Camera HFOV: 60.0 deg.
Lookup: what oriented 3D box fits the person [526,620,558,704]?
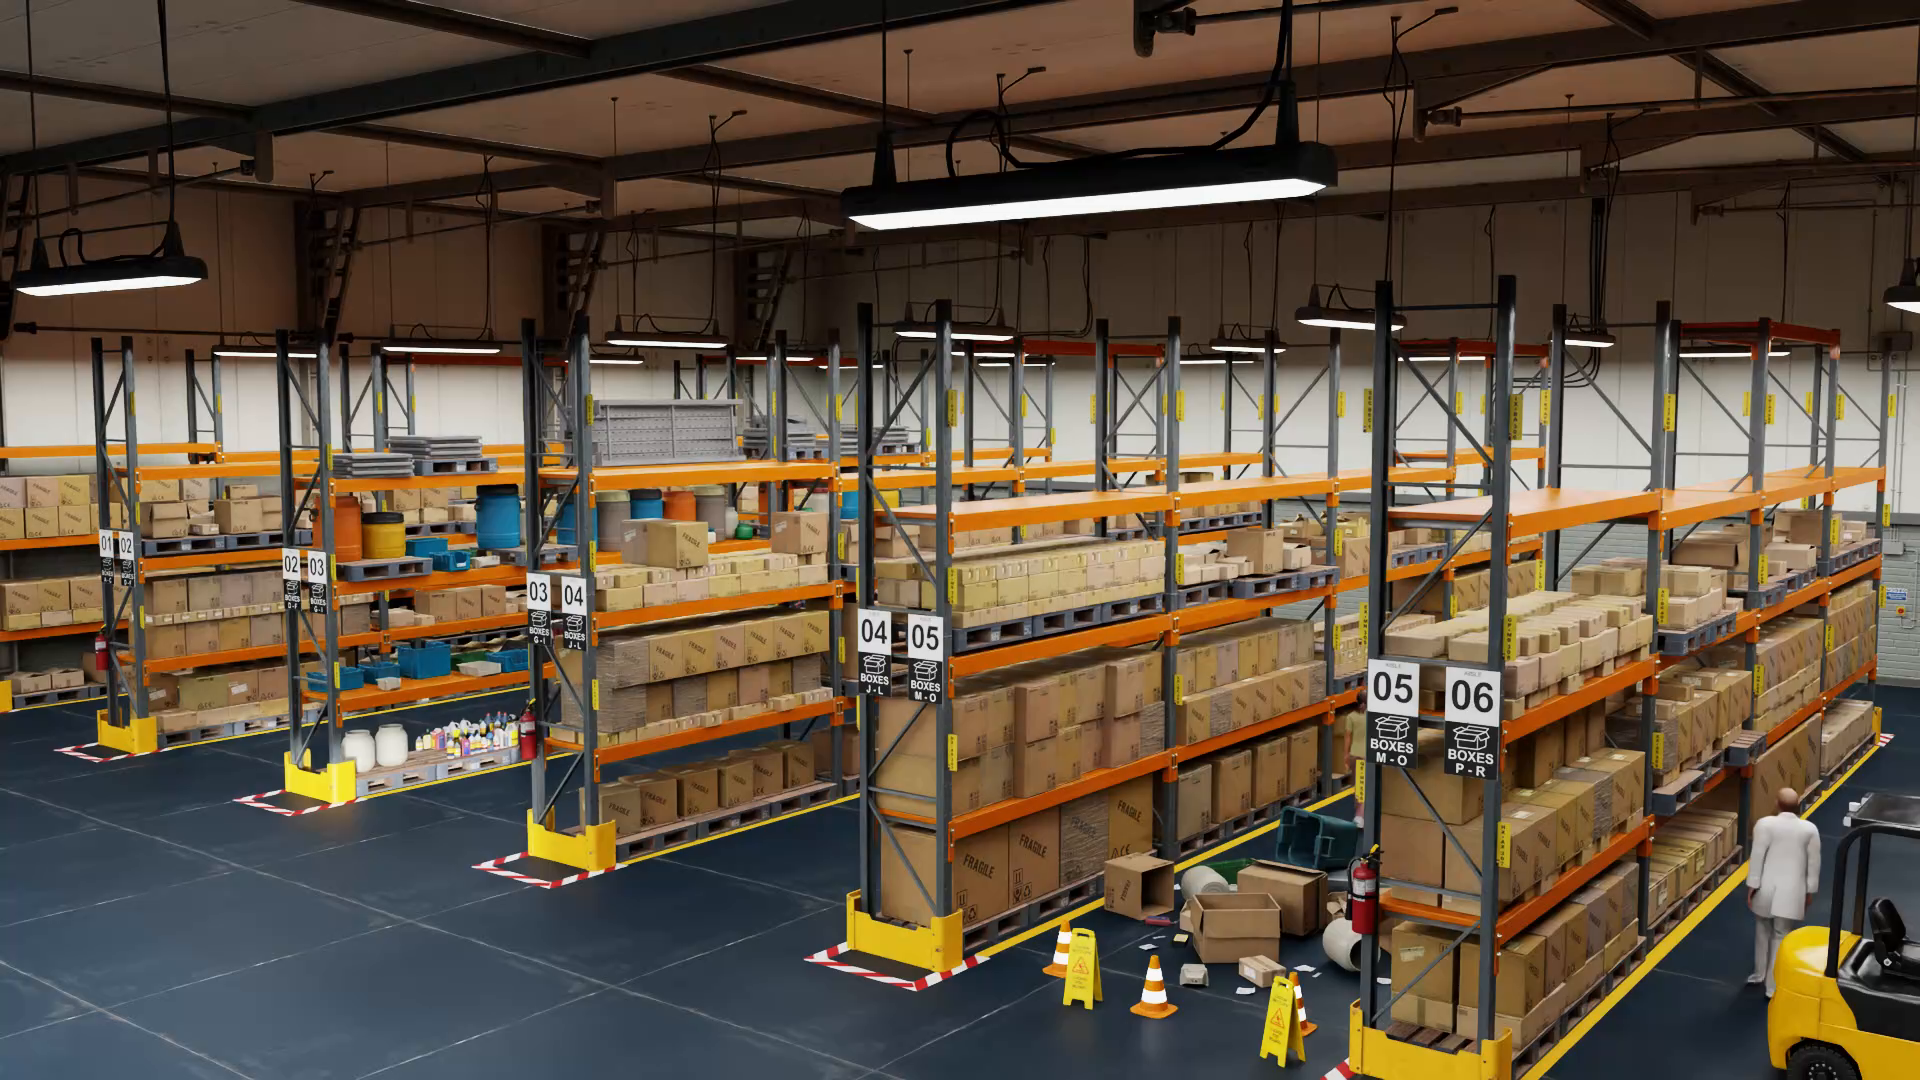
[{"bbox_3d":[-6.978,1.892,27.835,0.514,1.676,1.118,2,5,19],"label":"person"}]

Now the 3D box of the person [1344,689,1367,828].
[{"bbox_3d":[4.814,2.615,19.822,0.495,1.669,0.533,4,6,38],"label":"person"}]

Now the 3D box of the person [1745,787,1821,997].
[{"bbox_3d":[7.081,3.060,14.340,0.566,1.834,0.608,3,6,33],"label":"person"}]
